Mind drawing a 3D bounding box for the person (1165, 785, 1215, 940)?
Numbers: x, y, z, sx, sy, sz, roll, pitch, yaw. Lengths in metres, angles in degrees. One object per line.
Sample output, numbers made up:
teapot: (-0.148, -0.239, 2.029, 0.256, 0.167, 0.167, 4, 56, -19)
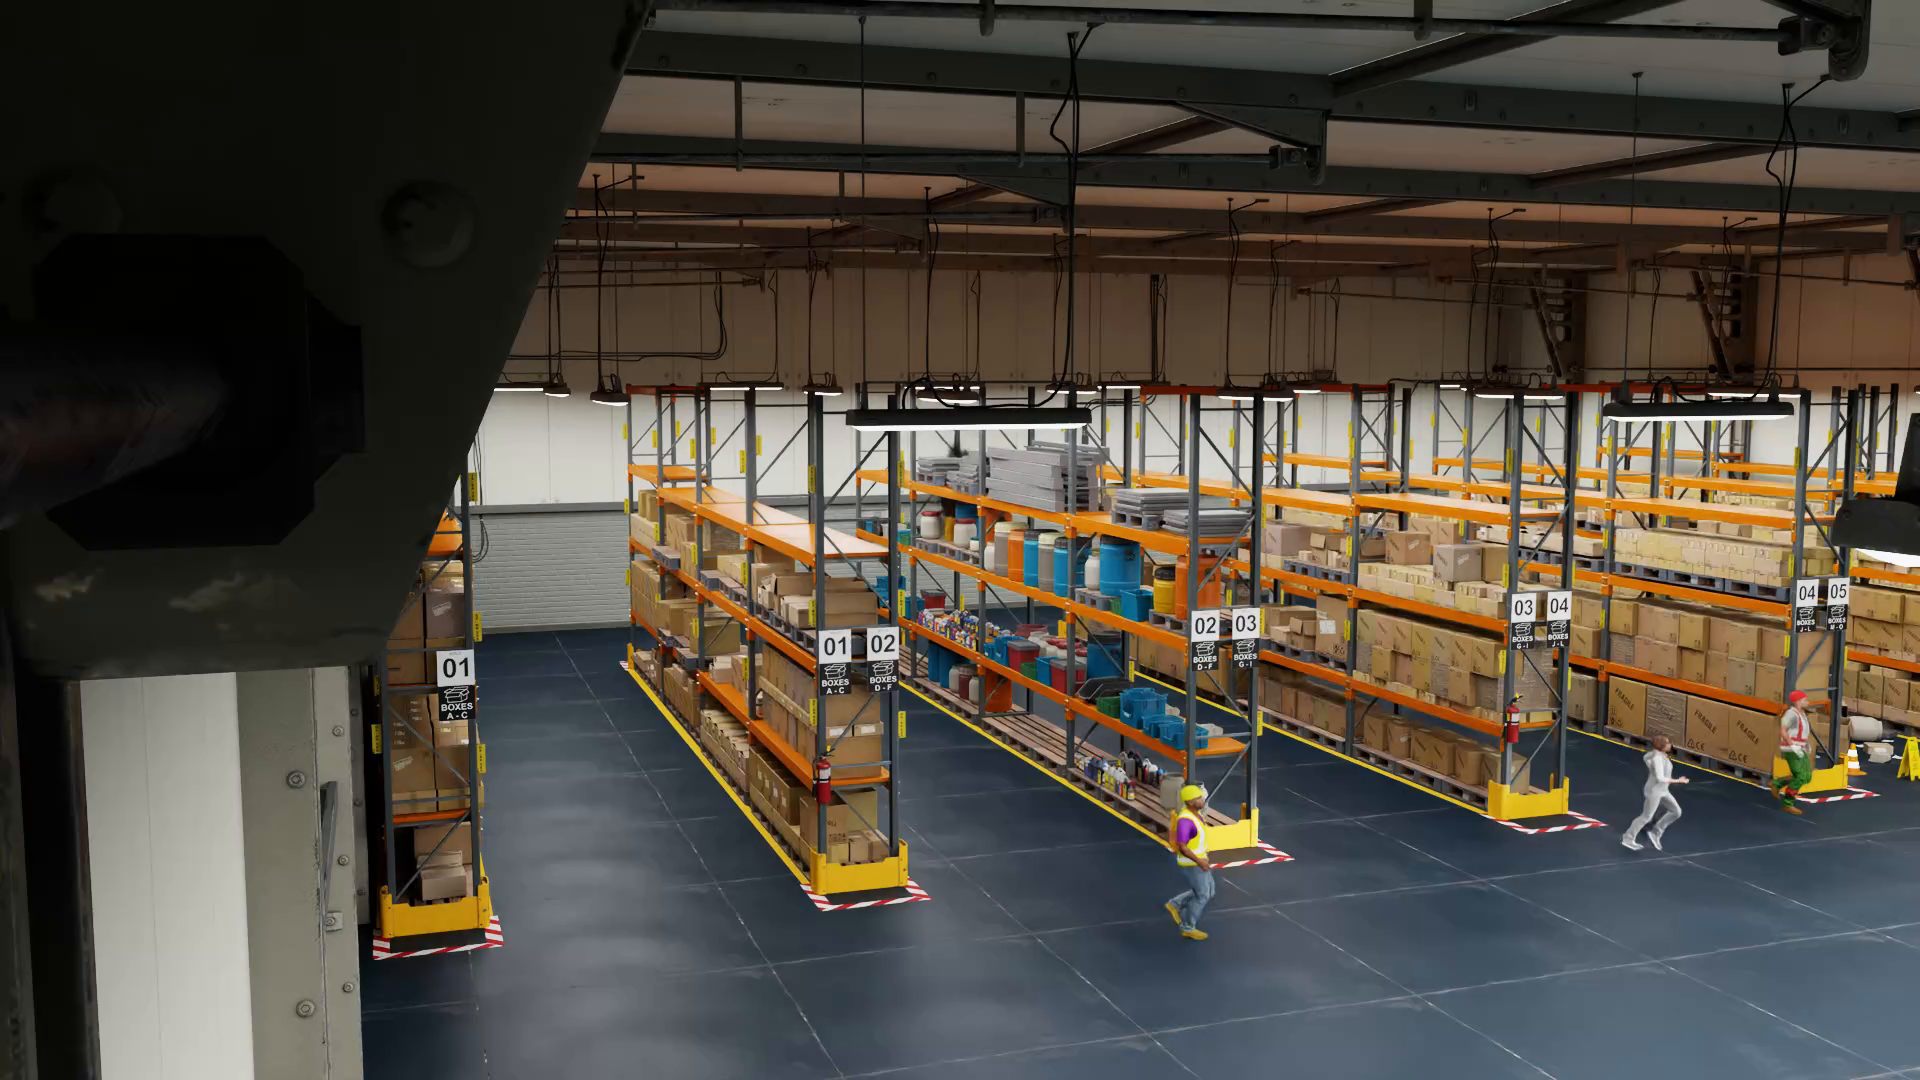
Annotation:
person: (2.559, 3.570, 18.505, 0.546, 1.729, 0.698, 1, 6, 12)

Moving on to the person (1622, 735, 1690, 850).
person: (9.100, 3.289, 21.700, 0.789, 1.552, 0.551, 4, 7, 33)

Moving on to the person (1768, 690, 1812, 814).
person: (11.971, 3.020, 23.891, 0.534, 1.727, 0.703, 6, 8, 44)

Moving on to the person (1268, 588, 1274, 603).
person: (7.748, 1.253, 41.119, 0.554, 1.655, 0.602, -3, 6, -24)
